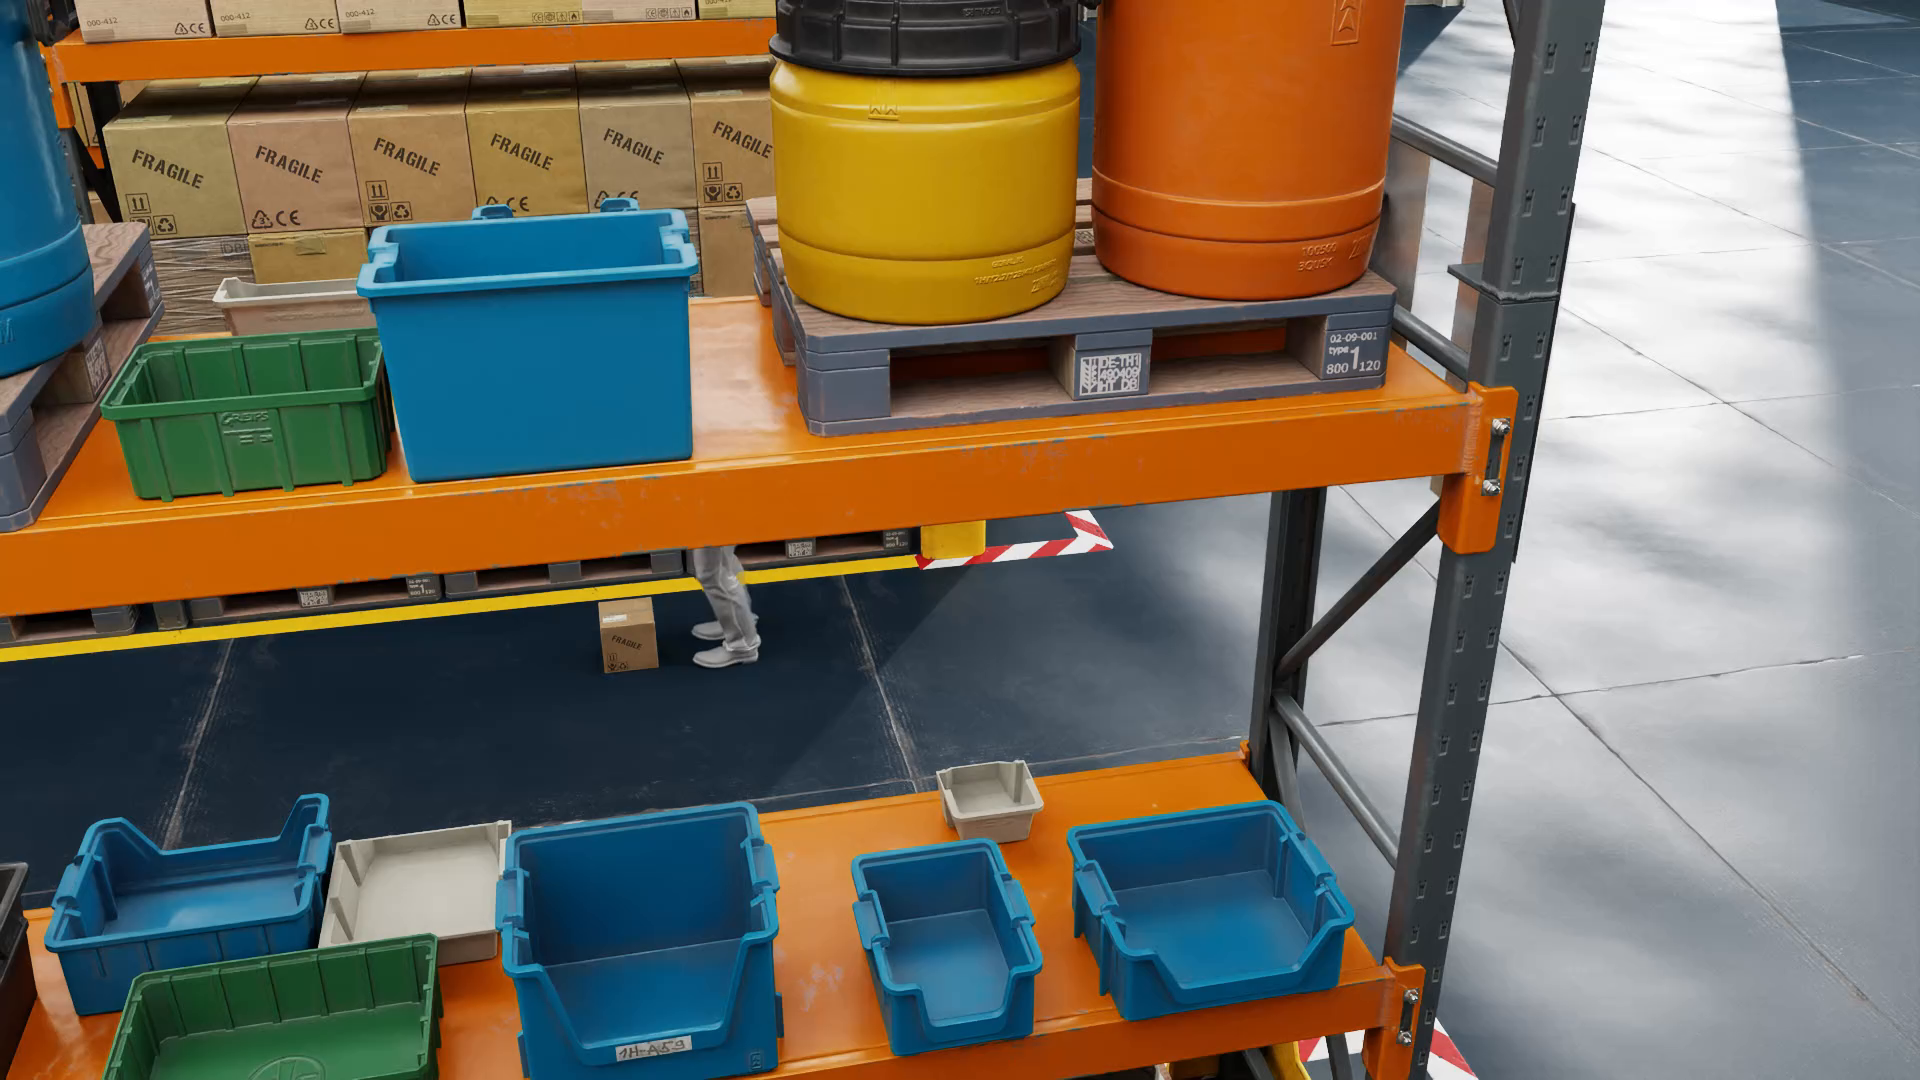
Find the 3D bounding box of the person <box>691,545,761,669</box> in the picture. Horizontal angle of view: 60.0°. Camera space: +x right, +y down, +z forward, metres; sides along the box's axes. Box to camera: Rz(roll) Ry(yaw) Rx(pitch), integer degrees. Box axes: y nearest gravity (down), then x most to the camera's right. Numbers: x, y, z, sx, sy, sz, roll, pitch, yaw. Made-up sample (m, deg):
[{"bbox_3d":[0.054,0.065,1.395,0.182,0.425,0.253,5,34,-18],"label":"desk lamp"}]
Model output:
[{"bbox_3d":[-1.119,-0.244,7.603,0.397,1.743,0.578,-4,27,-7],"label":"person"}]
